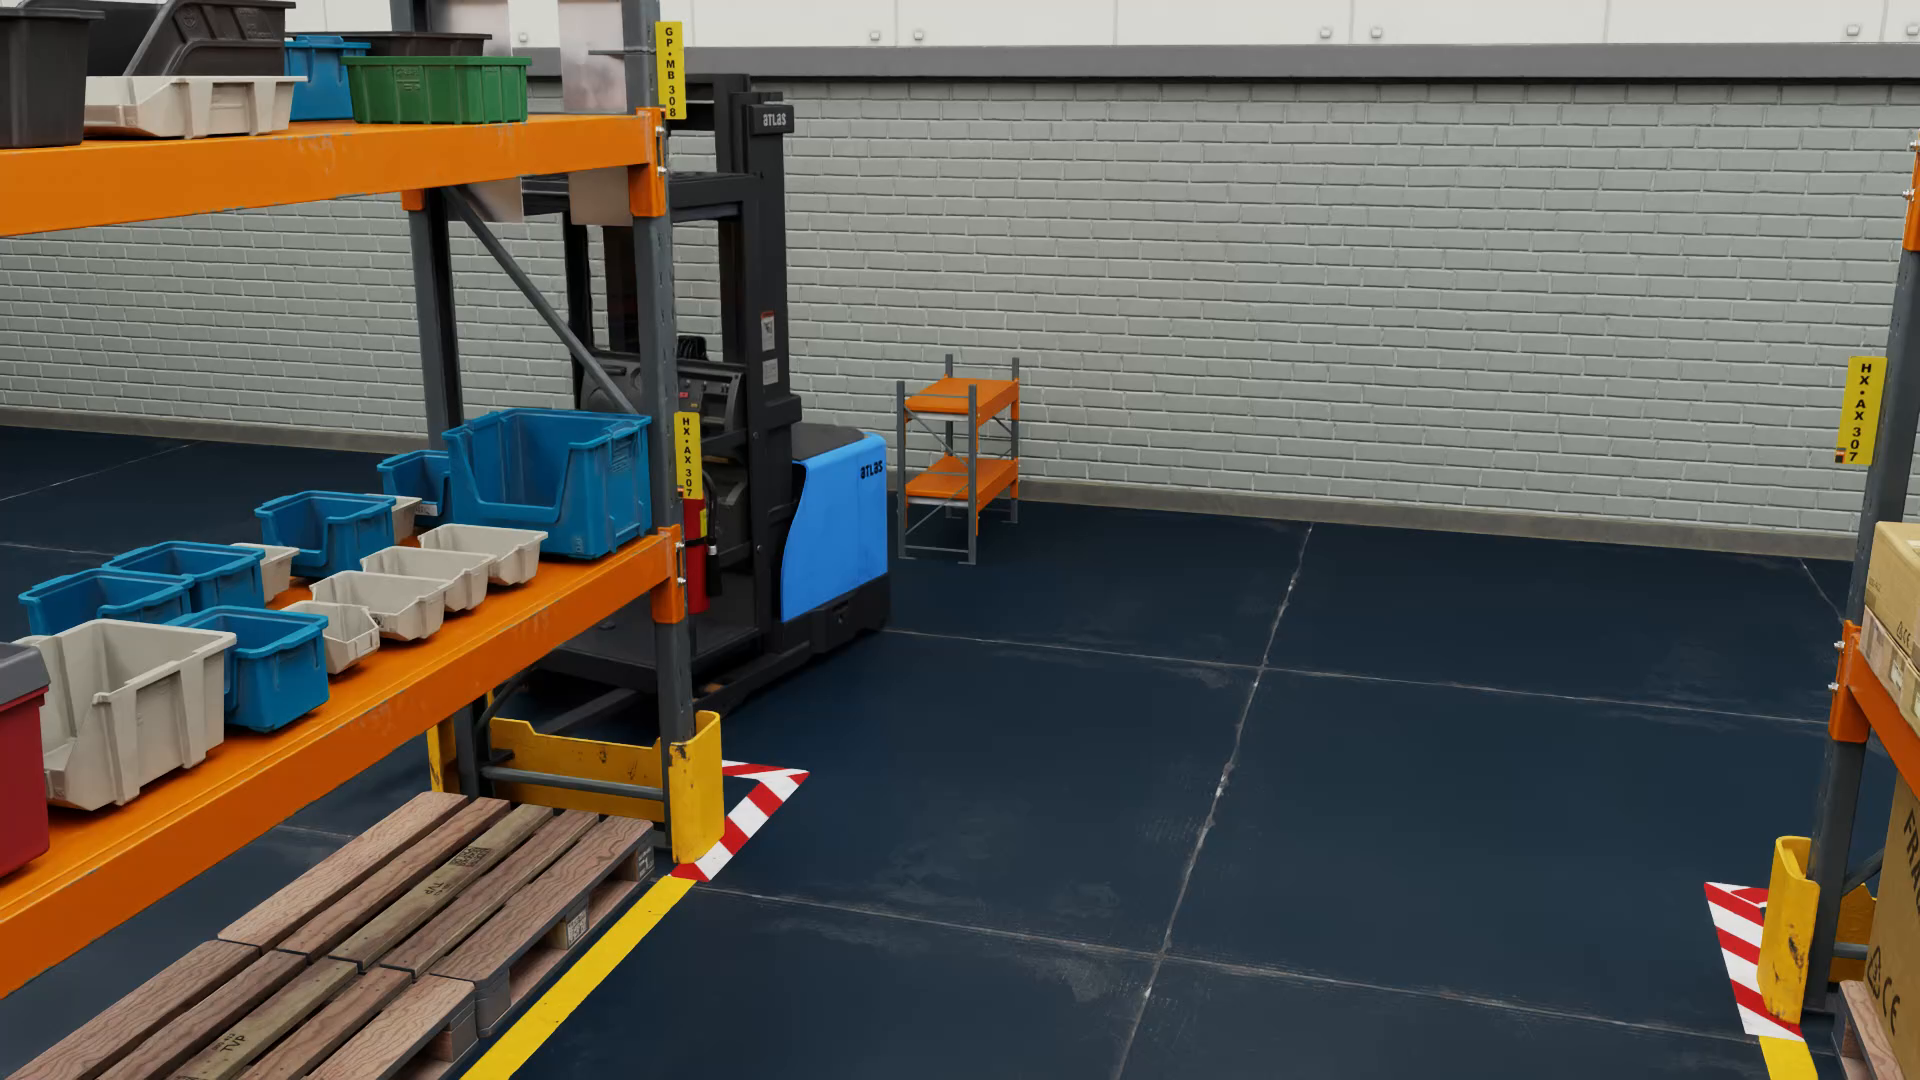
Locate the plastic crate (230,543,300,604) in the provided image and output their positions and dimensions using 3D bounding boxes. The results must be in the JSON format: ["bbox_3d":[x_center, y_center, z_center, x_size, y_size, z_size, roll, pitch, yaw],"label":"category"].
[{"bbox_3d":[-2.282,0.122,5.276,0.250,0.136,0.298,5,16,16],"label":"plastic crate"}]

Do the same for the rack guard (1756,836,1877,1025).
[{"bbox_3d":[3.223,1.310,5.294,1.175,0.500,0.348,5,16,16],"label":"rack guard"}]

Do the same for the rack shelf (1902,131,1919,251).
[{"bbox_3d":[2.648,-0.460,2.775,1.077,0.370,4.000,5,16,16],"label":"rack shelf"}]

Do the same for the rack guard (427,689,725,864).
[{"bbox_3d":[-1.538,0.925,6.652,1.175,0.500,0.348,5,16,16],"label":"rack guard"}]

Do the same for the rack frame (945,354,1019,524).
[{"bbox_3d":[0.146,-0.676,11.151,0.500,1.125,0.032,5,16,16],"label":"rack frame"}]

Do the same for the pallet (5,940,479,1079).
[{"bbox_3d":[-2.153,1.602,4.794,1.003,0.211,1.213,5,16,16],"label":"pallet"}]

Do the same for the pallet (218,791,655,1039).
[{"bbox_3d":[-1.804,1.284,5.915,1.003,0.211,1.213,5,16,16],"label":"pallet"}]

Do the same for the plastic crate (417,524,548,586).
[{"bbox_3d":[-1.591,0.055,5.511,0.396,0.136,0.243,5,16,16],"label":"plastic crate"}]

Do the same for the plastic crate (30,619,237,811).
[{"bbox_3d":[-2.059,0.419,3.961,0.437,0.282,0.530,5,16,16],"label":"plastic crate"}]

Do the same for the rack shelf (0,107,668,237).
[{"bbox_3d":[-2.101,-0.844,4.129,1.077,0.370,4.000,5,16,16],"label":"rack shelf"}]

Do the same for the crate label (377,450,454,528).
[{"bbox_3d":[-1.918,-0.179,6.162,0.416,0.233,0.303,5,16,16],"label":"crate label"}]

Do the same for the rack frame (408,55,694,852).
[{"bbox_3d":[-1.532,-0.270,6.285,1.000,3.000,0.127,5,16,16],"label":"rack frame"}]

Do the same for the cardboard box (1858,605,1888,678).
[{"bbox_3d":[2.799,0.302,4.728,0.380,0.149,0.250,5,17,17],"label":"cardboard box"}]

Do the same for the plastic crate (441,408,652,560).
[{"bbox_3d":[-1.449,-0.214,5.912,0.616,0.435,0.499,5,16,16],"label":"plastic crate"}]

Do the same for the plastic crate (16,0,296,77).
[{"bbox_3d":[-2.230,-1.305,4.550,0.504,0.338,0.767,5,16,16],"label":"plastic crate"}]

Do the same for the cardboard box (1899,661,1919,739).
[{"bbox_3d":[2.655,0.436,4.255,0.380,0.149,0.250,4,16,15],"label":"cardboard box"}]

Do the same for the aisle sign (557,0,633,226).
[{"bbox_3d":[-1.231,-1.517,5.917,0.394,0.787,0.004,5,16,16],"label":"aisle sign"}]

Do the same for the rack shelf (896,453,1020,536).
[{"bbox_3d":[0.002,-0.308,10.749,0.538,0.278,1.000,5,16,16],"label":"rack shelf"}]

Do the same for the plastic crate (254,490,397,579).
[{"bbox_3d":[-2.105,-0.007,5.555,0.416,0.233,0.300,5,16,16],"label":"plastic crate"}]

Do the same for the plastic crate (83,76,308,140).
[{"bbox_3d":[-1.882,-1.027,3.938,0.437,0.136,0.530,5,16,16],"label":"plastic crate"}]

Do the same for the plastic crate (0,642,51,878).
[{"bbox_3d":[-2.175,0.503,3.333,0.402,0.464,0.583,5,16,16],"label":"plastic crate"}]

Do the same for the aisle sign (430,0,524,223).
[{"bbox_3d":[-1.797,-1.563,6.078,0.394,0.787,0.004,5,16,16],"label":"aisle sign"}]

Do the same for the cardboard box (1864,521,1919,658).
[{"bbox_3d":[2.821,0.148,4.542,0.500,0.250,0.500,4,16,14],"label":"cardboard box"}]

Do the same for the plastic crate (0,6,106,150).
[{"bbox_3d":[-2.053,-0.908,3.275,0.497,0.269,0.590,5,16,16],"label":"plastic crate"}]

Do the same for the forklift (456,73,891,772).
[{"bbox_3d":[-1.540,-0.661,7.789,1.130,2.935,3.031,9,18,28],"label":"forklift"}]

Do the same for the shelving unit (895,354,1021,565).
[{"bbox_3d":[0.002,-0.543,10.682,0.538,1.125,1.048,5,16,16],"label":"shelving unit"}]

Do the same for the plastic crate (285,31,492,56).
[{"bbox_3d":[-1.909,-1.571,5.615,0.497,0.269,0.590,5,16,16],"label":"plastic crate"}]

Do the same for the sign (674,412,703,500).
[{"bbox_3d":[-1.000,-0.310,6.127,0.100,0.325,0.005,5,16,16],"label":"sign"}]

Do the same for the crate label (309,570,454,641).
[{"bbox_3d":[-1.743,0.205,4.984,0.396,0.136,0.243,5,16,16],"label":"crate label"}]

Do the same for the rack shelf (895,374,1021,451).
[{"bbox_3d":[0.002,-0.825,10.602,0.538,0.278,1.000,5,16,16],"label":"rack shelf"}]

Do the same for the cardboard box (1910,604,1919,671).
[{"bbox_3d":[2.680,0.284,4.060,0.500,0.250,0.500,4,16,15],"label":"cardboard box"}]

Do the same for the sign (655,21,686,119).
[{"bbox_3d":[-1.000,-1.624,5.754,0.100,0.325,0.005,5,16,16],"label":"sign"}]

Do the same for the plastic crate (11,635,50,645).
[{"bbox_3d":[-2.463,0.395,4.312,0.293,0.136,0.466,5,16,16],"label":"plastic crate"}]

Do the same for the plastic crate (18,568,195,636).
[{"bbox_3d":[-2.378,0.244,4.671,0.416,0.233,0.300,5,16,16],"label":"plastic crate"}]

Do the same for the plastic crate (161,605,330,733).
[{"bbox_3d":[-1.870,0.339,4.335,0.416,0.233,0.300,5,16,16],"label":"plastic crate"}]

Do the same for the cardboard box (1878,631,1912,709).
[{"bbox_3d":[2.727,0.369,4.491,0.380,0.149,0.250,4,16,15],"label":"cardboard box"}]

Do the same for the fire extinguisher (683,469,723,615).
[{"bbox_3d":[-1.054,-0.058,6.361,0.296,0.674,0.183,5,16,16],"label":"fire extinguisher"}]

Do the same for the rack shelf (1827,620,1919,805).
[{"bbox_3d":[2.648,0.983,3.184,1.077,0.370,4.000,5,16,16],"label":"rack shelf"}]

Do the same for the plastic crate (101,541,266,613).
[{"bbox_3d":[-2.292,0.165,4.947,0.416,0.233,0.300,5,16,16],"label":"plastic crate"}]

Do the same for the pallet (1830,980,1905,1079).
[{"bbox_3d":[3.064,1.671,4.552,1.003,0.211,1.213,5,16,16],"label":"pallet"}]

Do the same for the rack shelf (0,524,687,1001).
[{"bbox_3d":[-2.101,0.599,4.538,1.077,0.370,4.000,5,16,16],"label":"rack shelf"}]

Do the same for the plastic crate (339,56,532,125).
[{"bbox_3d":[-1.539,-1.331,4.917,0.450,0.188,0.336,5,16,16],"label":"plastic crate"}]

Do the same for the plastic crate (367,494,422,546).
[{"bbox_3d":[-2.089,-0.056,5.902,0.250,0.136,0.298,5,16,16],"label":"plastic crate"}]

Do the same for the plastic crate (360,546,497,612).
[{"bbox_3d":[-1.687,0.130,5.248,0.396,0.136,0.243,5,16,16],"label":"plastic crate"}]

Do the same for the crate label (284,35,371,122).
[{"bbox_3d":[-2.105,-1.425,5.133,0.408,0.251,0.502,5,16,16],"label":"crate label"}]

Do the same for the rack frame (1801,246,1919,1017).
[{"bbox_3d":[3.216,0.114,4.931,1.000,3.000,0.127,5,16,16],"label":"rack frame"}]

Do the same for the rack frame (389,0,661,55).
[{"bbox_3d":[-1.532,-3.156,5.466,1.000,3.000,0.127,5,16,16],"label":"rack frame"}]

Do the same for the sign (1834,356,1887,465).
[{"bbox_3d":[2.686,-0.385,4.959,0.100,0.325,0.005,5,16,16],"label":"sign"}]

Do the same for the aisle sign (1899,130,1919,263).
[{"bbox_3d":[2.949,-1.179,4.724,0.394,0.787,0.004,5,16,16],"label":"aisle sign"}]

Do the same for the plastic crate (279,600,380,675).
[{"bbox_3d":[-1.809,0.284,4.706,0.298,0.136,0.250,5,16,16],"label":"plastic crate"}]

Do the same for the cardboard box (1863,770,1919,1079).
[{"bbox_3d":[3.111,1.108,4.551,0.875,0.875,0.875,5,16,16],"label":"cardboard box"}]

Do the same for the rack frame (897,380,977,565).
[{"bbox_3d":[-0.143,-0.410,10.213,0.500,1.125,0.032,5,16,16],"label":"rack frame"}]
